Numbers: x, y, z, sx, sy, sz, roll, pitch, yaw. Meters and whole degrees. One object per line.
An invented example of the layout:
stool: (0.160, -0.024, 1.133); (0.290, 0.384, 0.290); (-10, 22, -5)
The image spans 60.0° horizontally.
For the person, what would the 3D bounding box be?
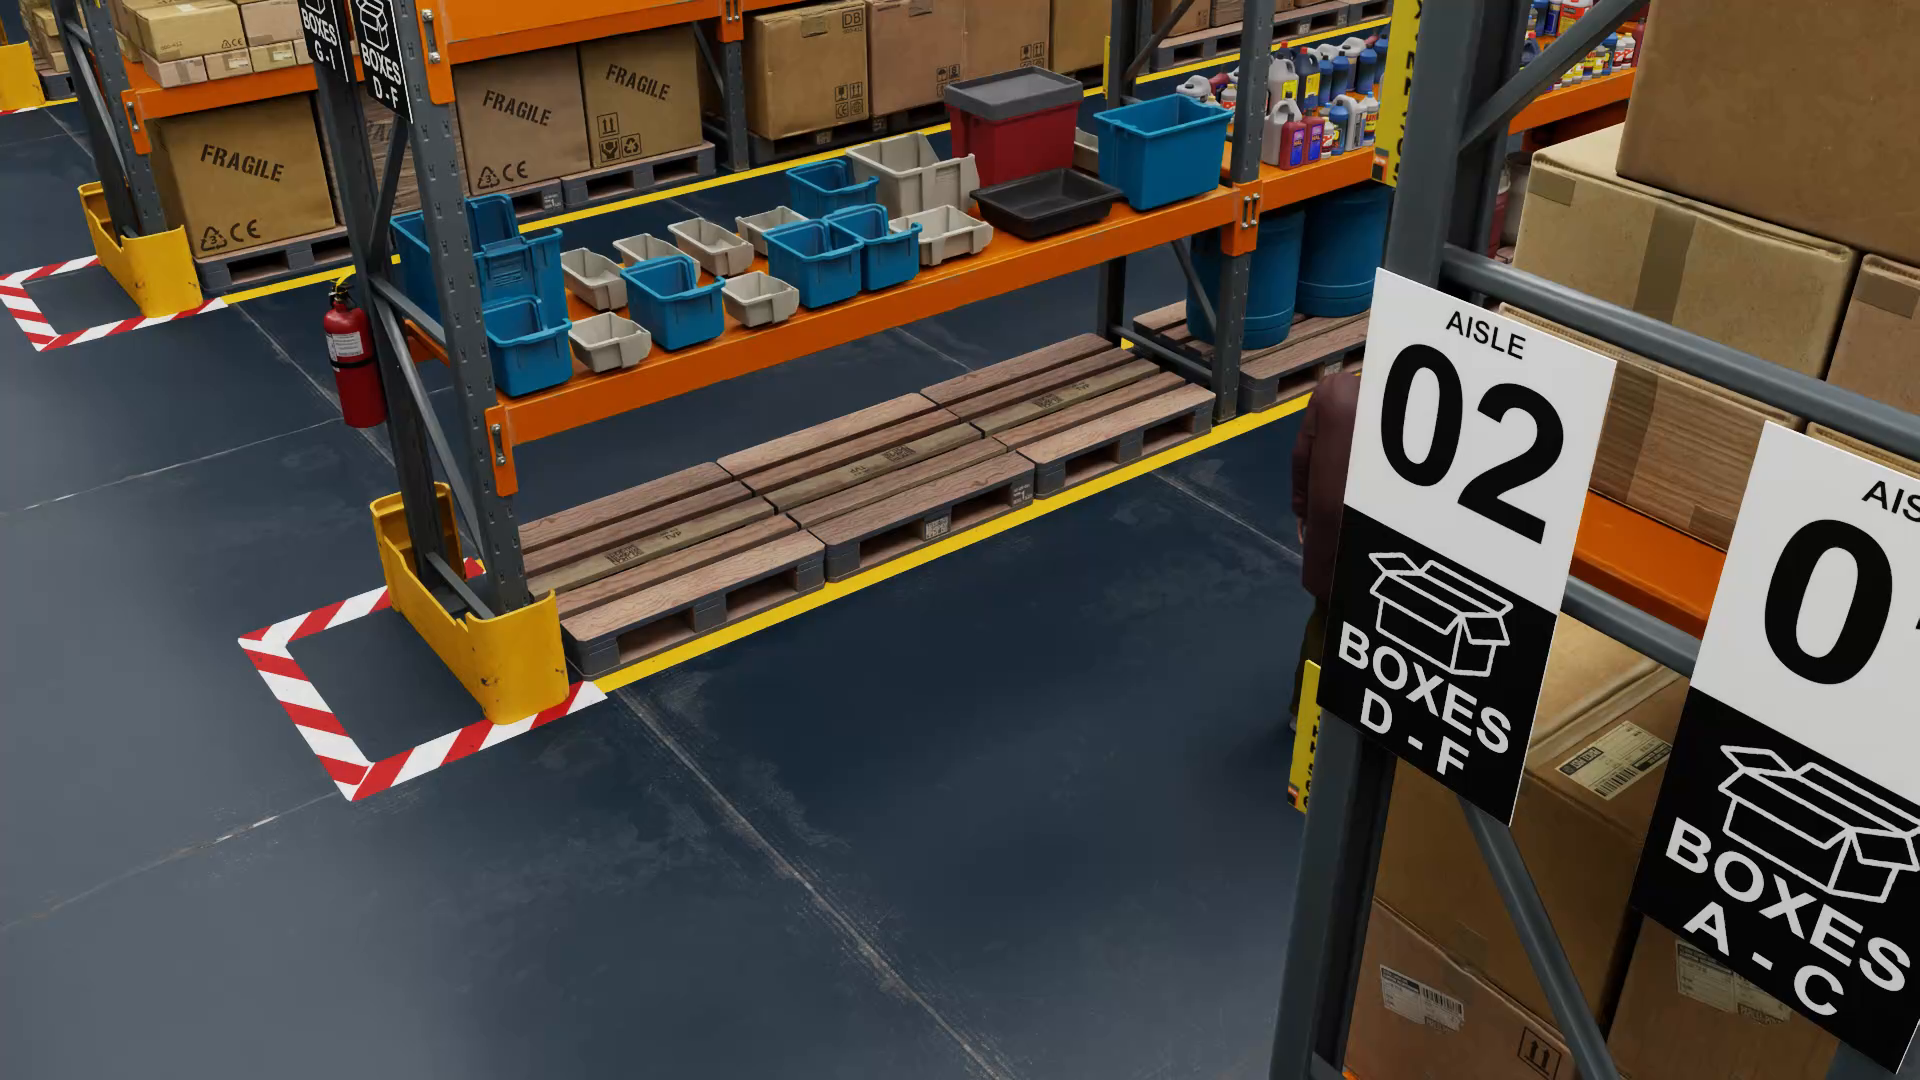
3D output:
person: (1.497, -0.007, 6.163); (0.429, 1.772, 0.648); (-25, 39, -34)
